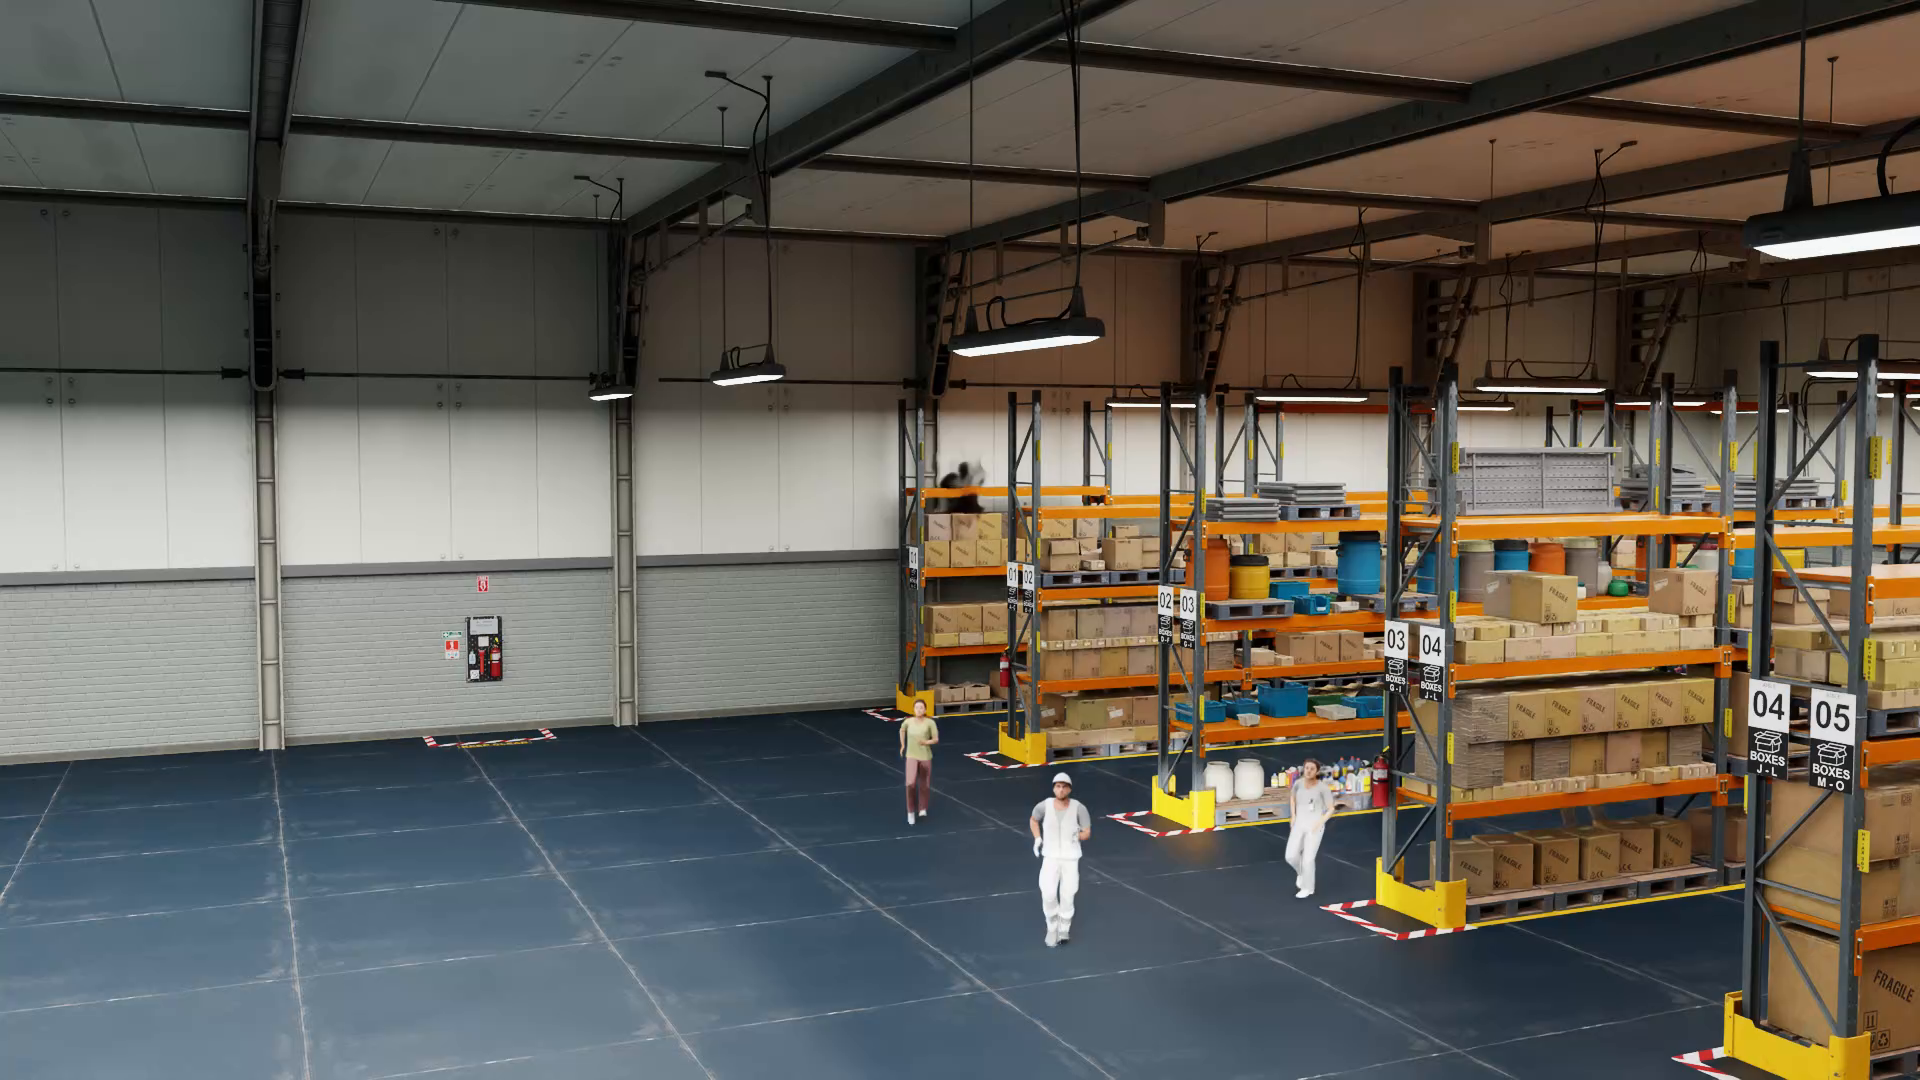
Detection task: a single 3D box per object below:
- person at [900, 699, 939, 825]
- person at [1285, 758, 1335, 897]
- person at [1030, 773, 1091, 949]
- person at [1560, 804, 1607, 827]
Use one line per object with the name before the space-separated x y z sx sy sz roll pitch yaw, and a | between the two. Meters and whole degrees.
person | -0.560 3.004 22.619 0.548 1.696 0.698 0 3 1
person | 3.965 3.264 18.837 0.558 1.620 0.535 2 4 34
person | 1.019 3.282 16.985 0.637 1.796 0.655 0 3 5
person | 7.990 3.068 21.290 0.768 1.798 0.631 -2 4 -32
